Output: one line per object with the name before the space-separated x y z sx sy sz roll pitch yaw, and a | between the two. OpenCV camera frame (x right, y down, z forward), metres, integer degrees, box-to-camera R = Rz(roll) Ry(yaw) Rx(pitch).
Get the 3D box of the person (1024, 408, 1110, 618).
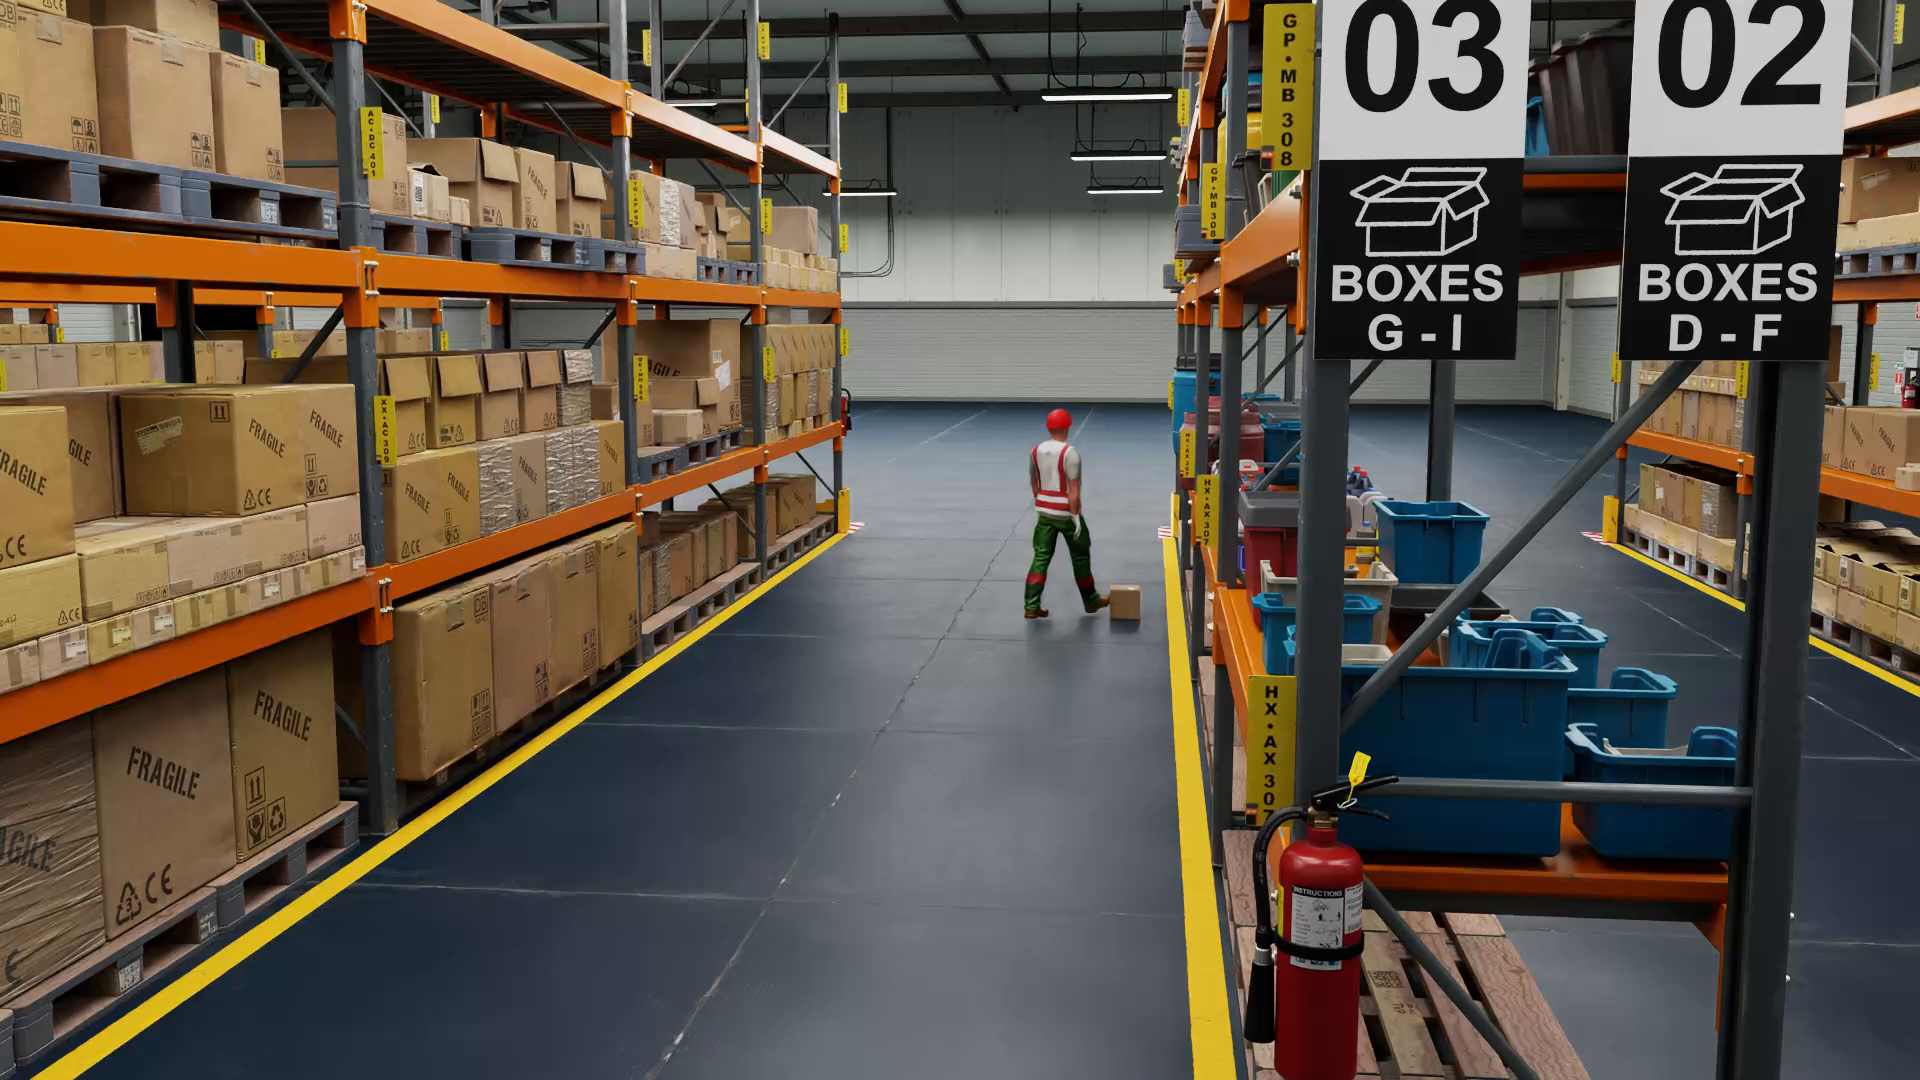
person | 0.889 -0.235 13.975 0.575 1.752 0.943 6 10 38
